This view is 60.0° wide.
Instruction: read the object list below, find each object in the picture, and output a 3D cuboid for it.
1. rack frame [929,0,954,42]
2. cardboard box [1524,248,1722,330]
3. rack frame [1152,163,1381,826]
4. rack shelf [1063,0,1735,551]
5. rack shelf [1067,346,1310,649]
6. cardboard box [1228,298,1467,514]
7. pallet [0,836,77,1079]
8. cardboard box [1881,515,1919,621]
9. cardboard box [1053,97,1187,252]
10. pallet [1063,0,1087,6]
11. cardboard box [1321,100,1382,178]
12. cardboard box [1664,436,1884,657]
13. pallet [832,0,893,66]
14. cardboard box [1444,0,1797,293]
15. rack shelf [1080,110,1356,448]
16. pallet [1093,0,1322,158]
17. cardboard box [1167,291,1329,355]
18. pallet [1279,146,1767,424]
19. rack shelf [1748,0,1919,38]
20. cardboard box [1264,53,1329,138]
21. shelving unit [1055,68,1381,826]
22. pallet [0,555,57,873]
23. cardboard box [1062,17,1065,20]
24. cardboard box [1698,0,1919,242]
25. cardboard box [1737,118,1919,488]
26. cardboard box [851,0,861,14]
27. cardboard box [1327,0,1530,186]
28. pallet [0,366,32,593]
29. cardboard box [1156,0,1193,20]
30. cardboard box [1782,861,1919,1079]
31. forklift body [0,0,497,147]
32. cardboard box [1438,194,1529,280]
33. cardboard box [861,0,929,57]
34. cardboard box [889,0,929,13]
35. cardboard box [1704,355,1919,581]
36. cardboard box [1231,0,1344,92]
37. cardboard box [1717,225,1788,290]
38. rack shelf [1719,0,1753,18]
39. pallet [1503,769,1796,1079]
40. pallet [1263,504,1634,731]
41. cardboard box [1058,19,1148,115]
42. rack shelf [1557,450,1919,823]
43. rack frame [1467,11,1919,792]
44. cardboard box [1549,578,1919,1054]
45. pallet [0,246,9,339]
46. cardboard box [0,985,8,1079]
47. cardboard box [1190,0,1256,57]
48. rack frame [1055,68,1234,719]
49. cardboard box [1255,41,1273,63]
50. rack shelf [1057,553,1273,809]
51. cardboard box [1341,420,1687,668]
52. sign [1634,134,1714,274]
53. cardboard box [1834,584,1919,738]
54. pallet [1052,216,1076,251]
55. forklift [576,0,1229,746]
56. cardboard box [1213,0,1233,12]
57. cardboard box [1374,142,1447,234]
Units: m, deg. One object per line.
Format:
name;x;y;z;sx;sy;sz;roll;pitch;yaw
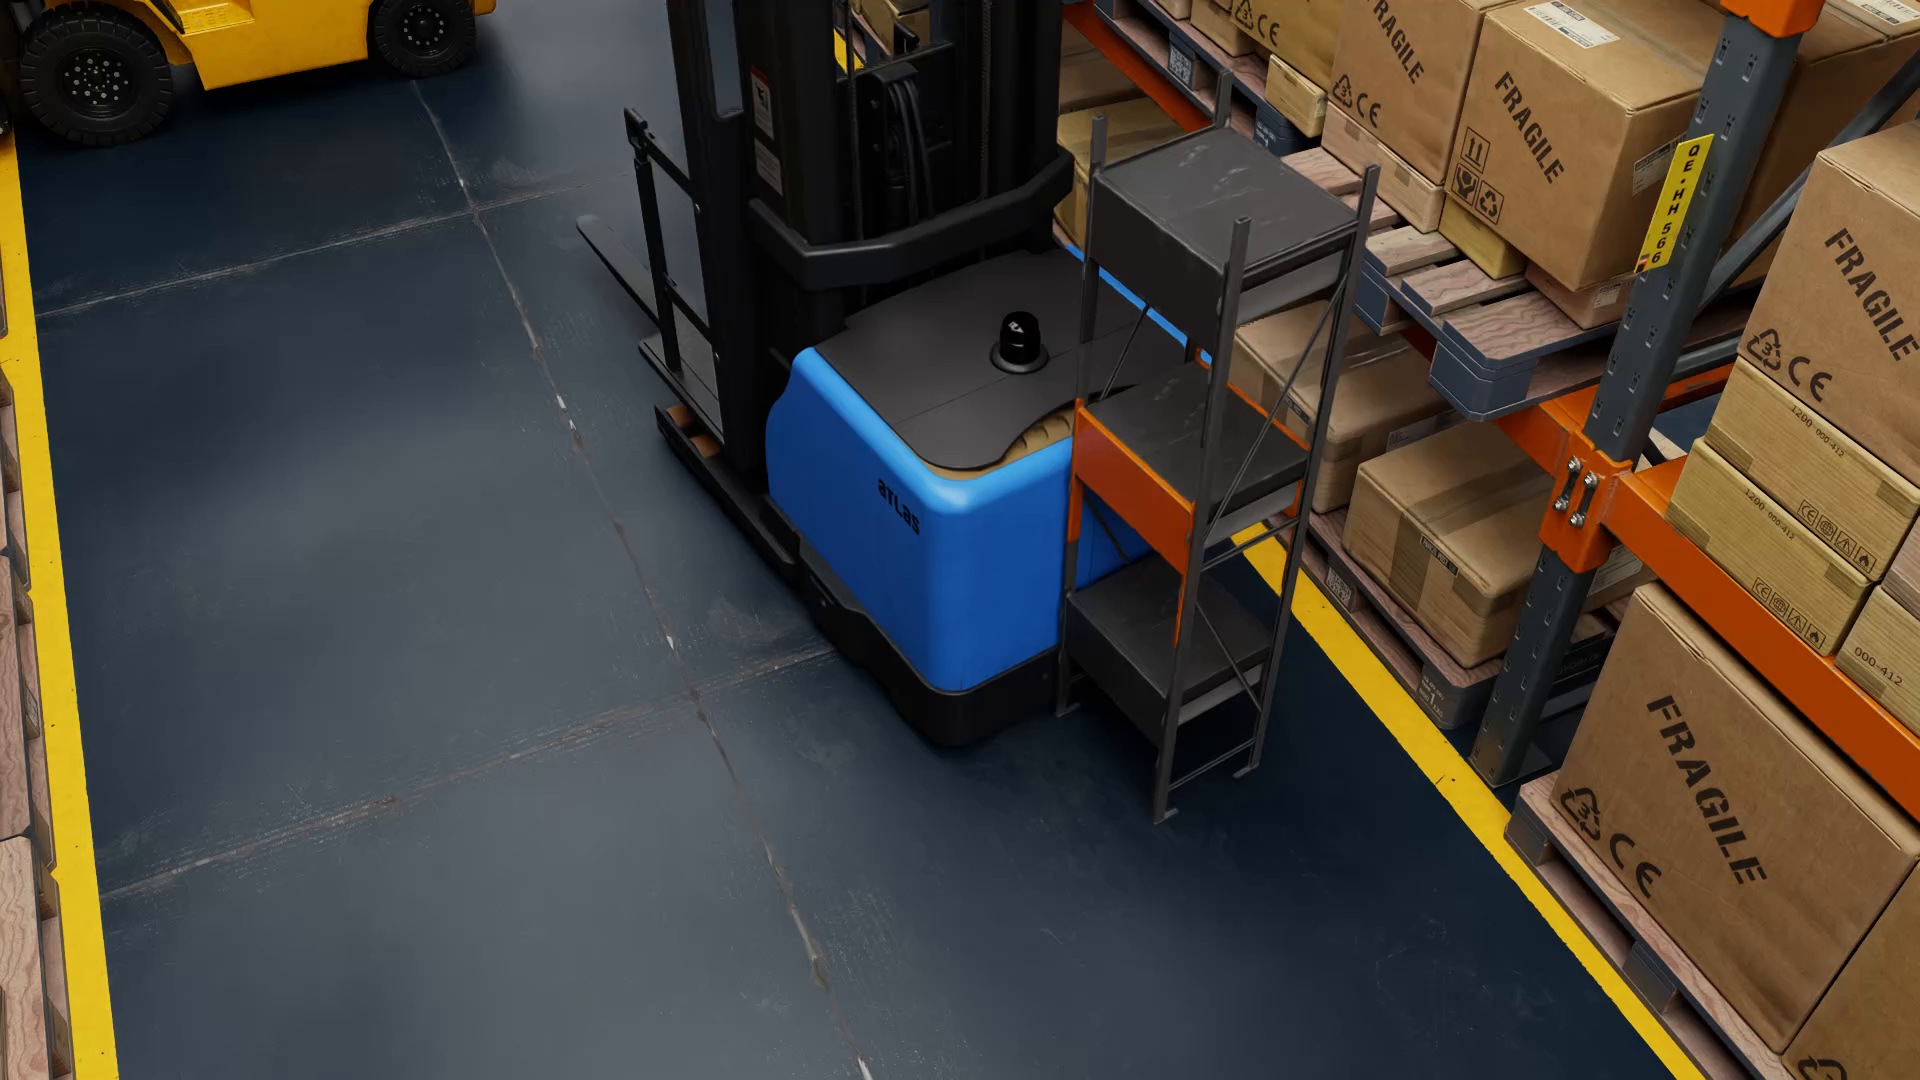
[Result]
rack frame;0.342;-3.051;6.706;1.000;3.000;0.127;-18;47;-17
cardboard box;1.672;-0.701;4.205;0.380;0.149;0.250;-16;47;-16
rack frame;0.736;0.015;4.240;0.400;2.100;0.015;-25;50;-23
rack shelf;1.183;-1.520;5.667;1.077;0.370;4.000;-18;47;-17
rack shelf;0.601;-0.119;4.395;0.431;0.518;0.480;-25;50;-23
cardboard box;1.478;-0.546;5.740;0.950;0.372;0.625;-19;48;-18
pallet;-2.789;1.423;4.157;1.003;0.211;1.213;-18;47;-17
cardboard box;2.229;0.099;3.264;0.500;0.250;0.500;-17;47;-16
cardboard box;0.870;-1.474;6.680;0.950;0.372;0.625;-15;47;-15
pallet;0.531;-2.452;6.236;1.003;0.211;1.213;-18;47;-17
cardboard box;1.249;-1.161;4.670;0.380;0.149;0.250;-20;48;-19
cardboard box;2.001;-0.062;3.784;0.500;0.250;0.500;-19;48;-18
pallet;0.027;-2.476;8.109;1.003;0.211;1.213;-18;47;-17
cardboard box;1.580;-1.000;4.046;0.500;0.500;0.500;-19;48;-19
rack shelf;0.602;-0.617;3.903;0.431;0.518;0.480;-25;50;-23
pallet;1.154;-1.683;5.456;1.003;0.211;1.213;-18;47;-17
cardboard box;1.164;-1.031;6.232;0.950;0.372;0.625;-17;47;-16
pallet;1.627;-0.856;4.618;1.213;0.211;1.003;-18;47;-17
rack shelf;2.865;-0.039;2.030;1.077;0.370;4.000;-18;47;-17
cardboard box;1.120;-1.332;4.844;0.380;0.149;0.250;-17;47;-17
shelving unit;0.601;-0.128;4.385;0.431;2.100;0.503;-25;50;-23
pallet;-3.298;0.647;4.944;1.003;0.211;1.213;-18;47;-17
cardboard box;0.339;-2.677;7.986;0.500;0.250;0.500;-20;48;-19
cardboard box;2.044;-1.148;4.195;0.500;0.500;0.500;-19;48;-19
cardboard box;2.009;-0.506;3.345;0.500;0.500;0.500;-20;48;-19
cardboard box;-0.384;-2.855;8.167;0.500;0.250;0.500;-19;48;-18
cardboard box;1.353;-1.326;4.377;0.500;0.500;0.500;-19;48;-18
pallet;-3.815;-0.132;5.733;1.003;0.211;1.213;-18;47;-17
cardboard box;0.810;-1.826;5.345;0.380;0.149;0.250;-16;47;-16
cardboard box;2.610;1.140;3.673;0.875;0.875;0.875;-17;47;-17
forklift body;-3.390;-3.160;7.421;2.313;2.155;1.214;-18;47;-17
cardboard box;1.494;-0.850;4.356;0.380;0.149;0.250;-17;47;-17
cardboard box;-0.151;-2.519;7.826;0.500;0.250;0.500;-16;47;-16
cardboard box;-0.150;-2.786;7.563;0.500;0.500;0.500;-19;48;-18
cardboard box;2.013;-0.230;3.599;0.500;0.250;0.500;-18;47;-18
cardboard box;1.140;-1.648;4.702;0.500;0.500;0.500;-21;48;-20
cardboard box;2.056;-0.824;4.329;0.380;0.149;0.250;-21;48;-20
rack shelf;1.183;-2.588;4.613;1.077;0.370;4.000;-18;47;-17
pallet;2.287;1.016;4.570;1.003;0.211;1.213;-18;47;-17
pallet;1.696;-0.007;5.607;1.003;0.211;1.213;-18;47;-17
cardboard box;0.565;-1.931;7.143;0.950;0.372;0.625;-17;47;-17
rack shelf;2.865;1.029;3.084;1.077;0.370;4.000;-18;47;-17
rack frame;2.024;-0.502;4.123;1.000;3.000;0.127;-18;47;-17
cardboard box;2.239;0.570;4.250;0.875;0.875;0.875;-18;48;-18
pallet;-4.457;-1.109;6.723;1.003;0.211;1.213;-18;47;-17
cardboard box;-2.728;1.261;3.728;0.875;0.625;0.625;-17;47;-16
cardboard box;0.949;-1.665;5.182;0.380;0.149;0.250;-19;48;-19
rack frame;0.467;-0.271;4.530;0.400;2.100;0.015;-25;50;-23
cardboard box;1.129;-1.529;5.044;0.380;0.149;0.250;-18;47;-17
rack shelf;0.601;0.380;4.886;0.431;0.518;0.480;-25;50;-23
cardboard box;1.795;-0.079;5.266;0.950;0.372;0.625;-21;48;-20
sign;1.535;-0.719;3.575;0.100;0.325;0.005;-18;47;-17
cardboard box;2.233;0.260;3.458;0.500;0.250;0.500;-19;48;-19
pallet;0.670;-1.562;7.183;1.003;0.211;1.213;-18;47;-17
forklift;-0.447;-1.431;5.113;1.130;2.935;3.031;-25;50;-23
cardboard box;0.911;-1.996;5.055;0.500;0.500;0.500;-20;48;-19
cardboard box;1.347;-0.998;4.505;0.380;0.149;0.250;-18;48;-18
